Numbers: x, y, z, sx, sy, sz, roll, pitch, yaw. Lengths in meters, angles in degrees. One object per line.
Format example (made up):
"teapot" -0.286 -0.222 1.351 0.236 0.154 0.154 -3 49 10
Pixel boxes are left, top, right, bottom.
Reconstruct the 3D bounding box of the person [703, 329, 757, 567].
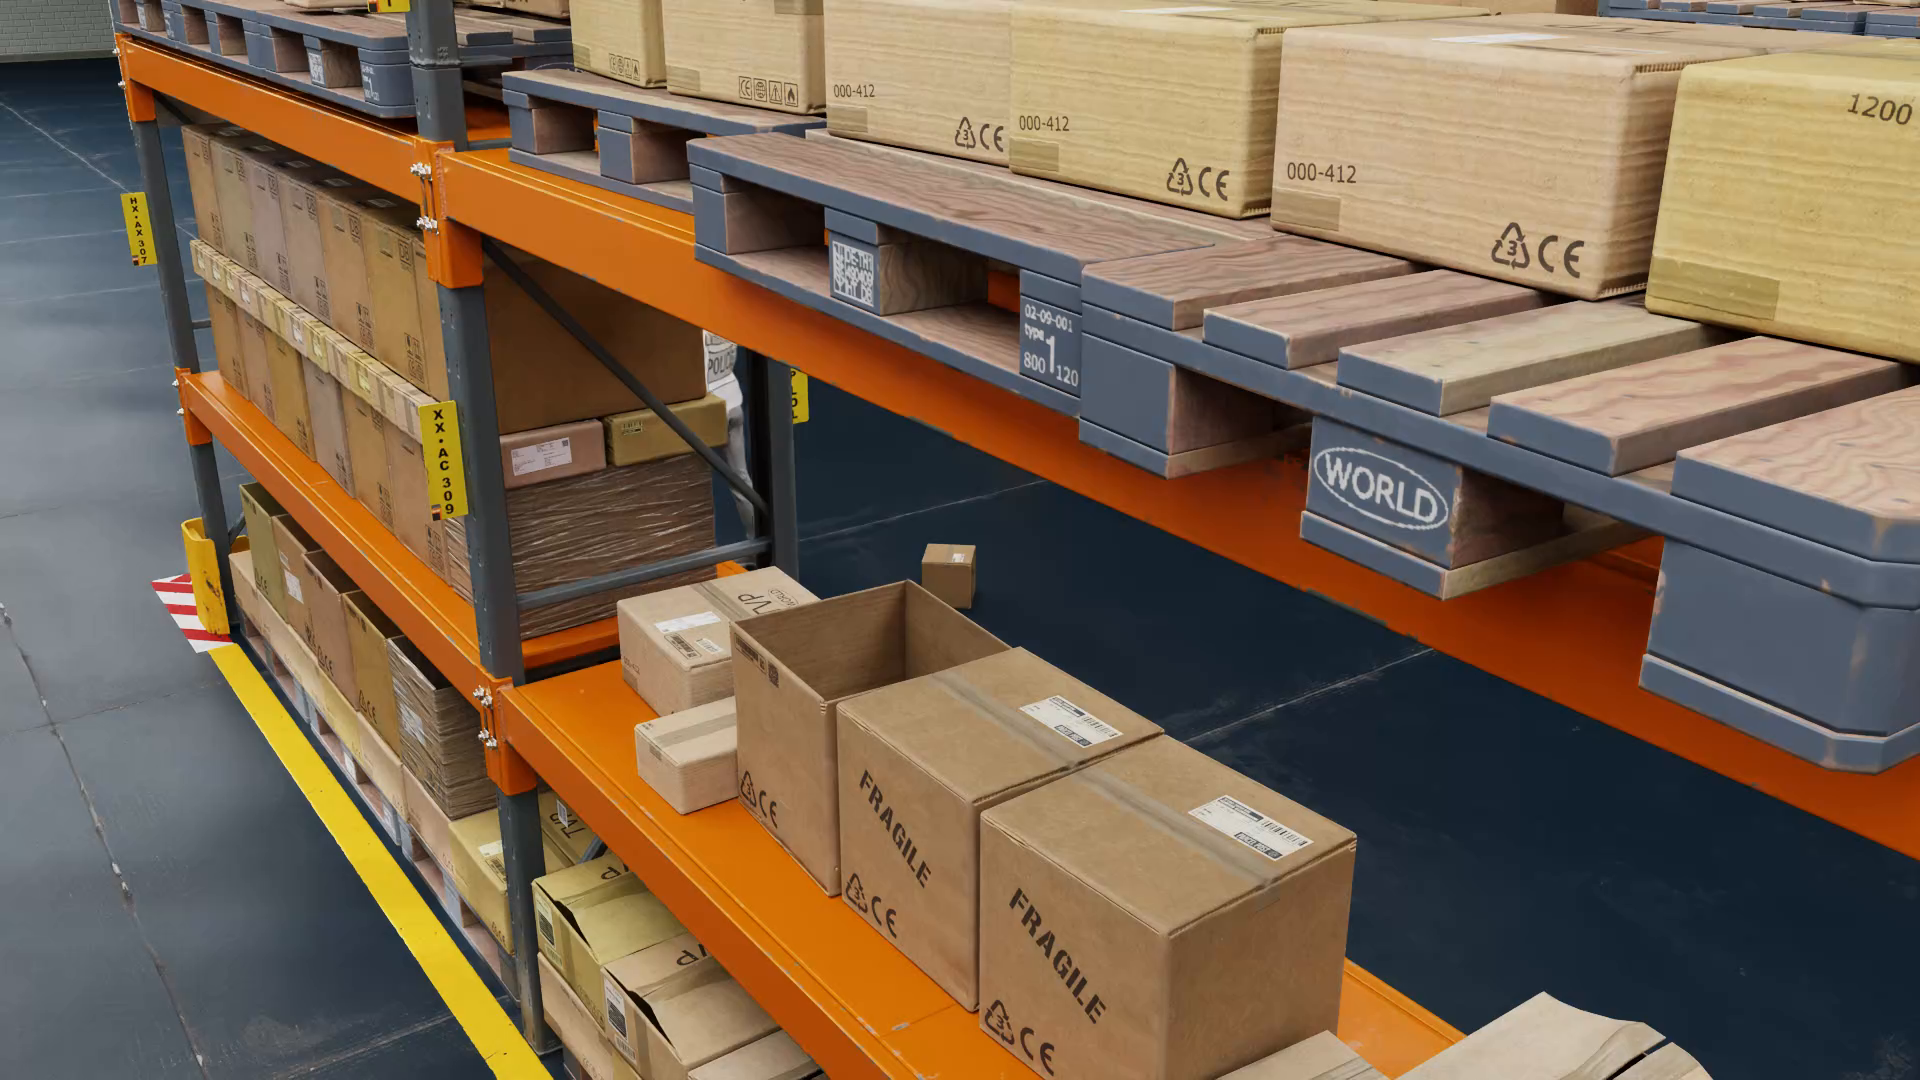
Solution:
"person" -1.385 -0.680 8.739 0.877 1.667 0.533 12 25 29
